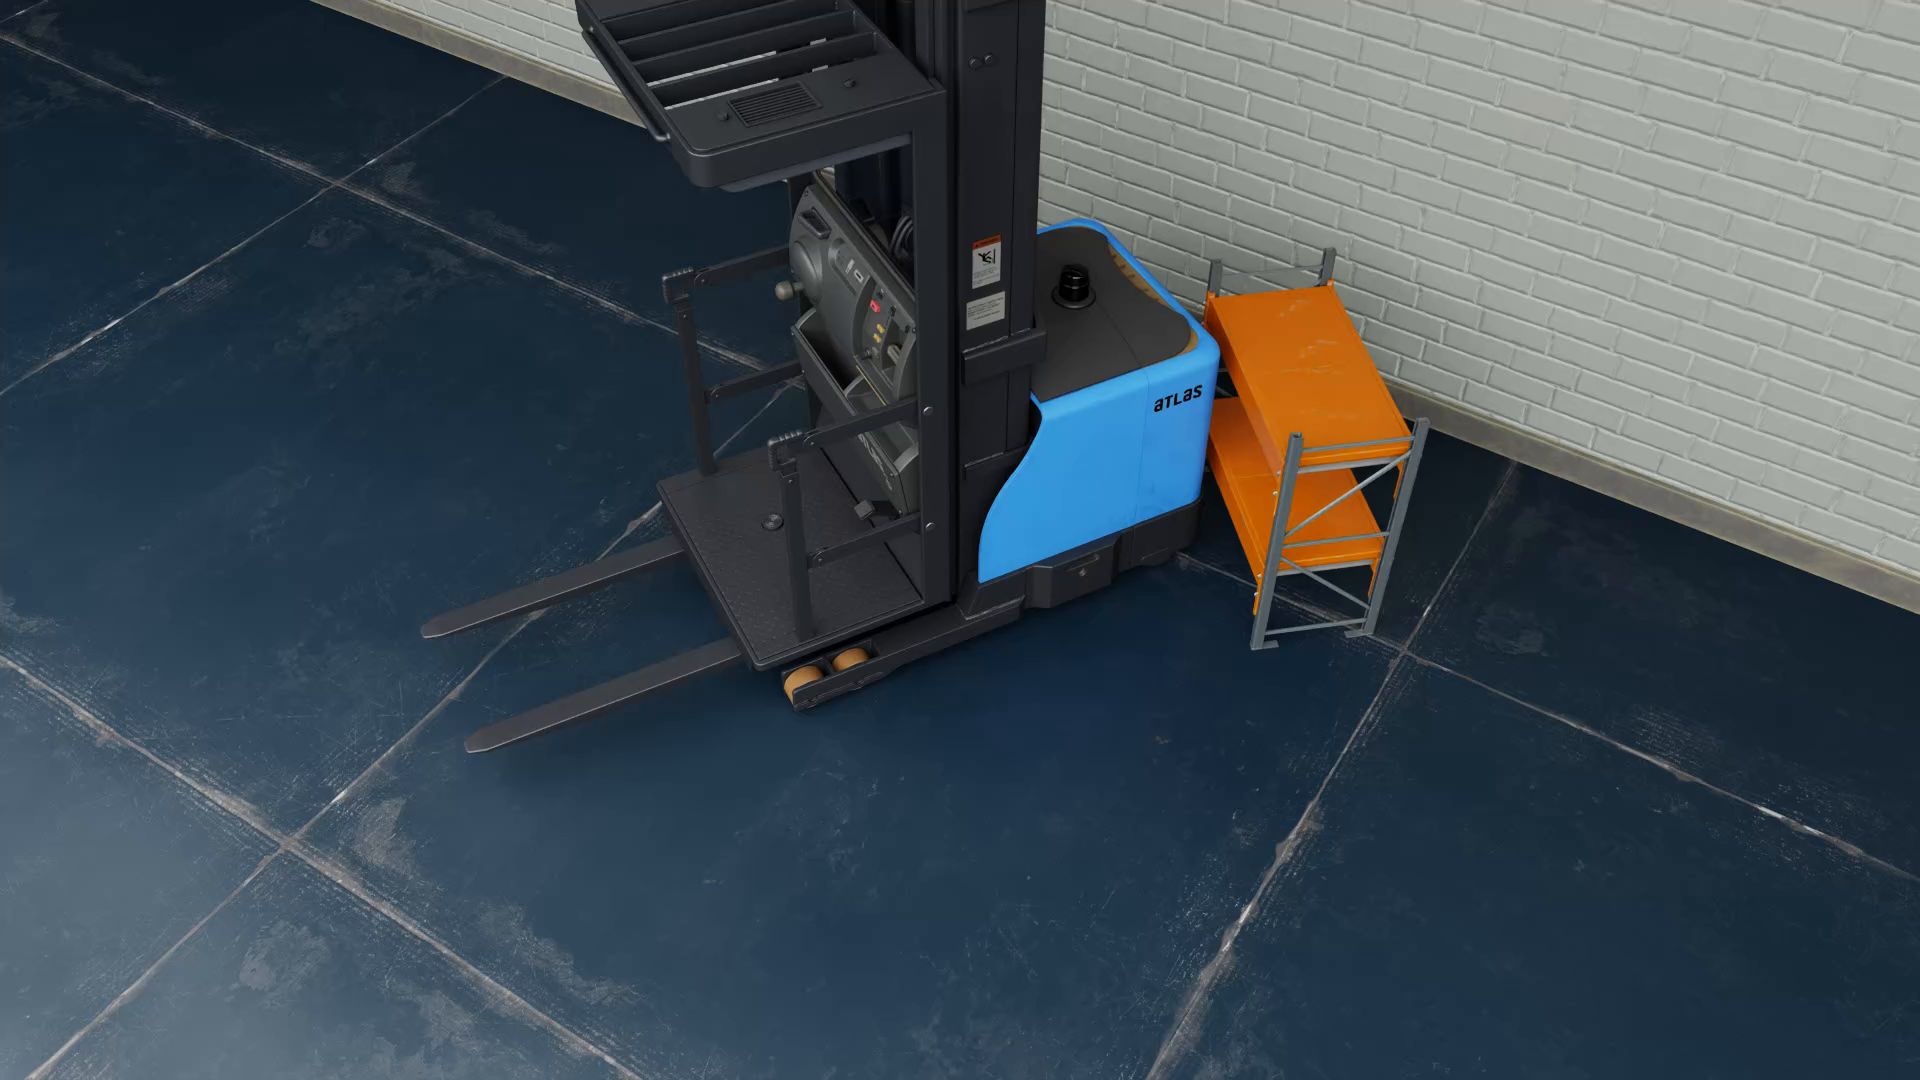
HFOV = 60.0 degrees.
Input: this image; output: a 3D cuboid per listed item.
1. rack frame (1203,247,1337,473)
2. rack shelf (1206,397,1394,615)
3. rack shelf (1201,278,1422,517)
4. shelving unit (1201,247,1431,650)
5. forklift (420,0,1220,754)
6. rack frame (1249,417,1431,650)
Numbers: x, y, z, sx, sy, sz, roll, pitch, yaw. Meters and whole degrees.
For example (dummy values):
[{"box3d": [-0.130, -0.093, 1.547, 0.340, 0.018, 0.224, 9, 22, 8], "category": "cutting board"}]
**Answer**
[{"box3d": [1.224, -0.717, 6.884, 0.500, 1.125, 0.032, -7, 46, -7], "category": "rack frame"}, {"box3d": [1.309, -0.187, 6.710, 0.538, 0.278, 1.000, -7, 46, -7], "category": "rack shelf"}, {"box3d": [1.309, -0.561, 6.325, 0.538, 0.278, 1.000, -7, 46, -7], "category": "rack shelf"}, {"box3d": [1.309, -0.357, 6.535, 0.538, 1.125, 1.048, -7, 46, -7], "category": "shelving unit"}, {"box3d": [-0.560, -0.815, 5.720, 3.031, 2.935, 1.130, -20, 49, -19], "category": "forklift"}, {"box3d": [1.393, 0.002, 6.185, 0.500, 1.125, 0.032, -7, 46, -7], "category": "rack frame"}]
